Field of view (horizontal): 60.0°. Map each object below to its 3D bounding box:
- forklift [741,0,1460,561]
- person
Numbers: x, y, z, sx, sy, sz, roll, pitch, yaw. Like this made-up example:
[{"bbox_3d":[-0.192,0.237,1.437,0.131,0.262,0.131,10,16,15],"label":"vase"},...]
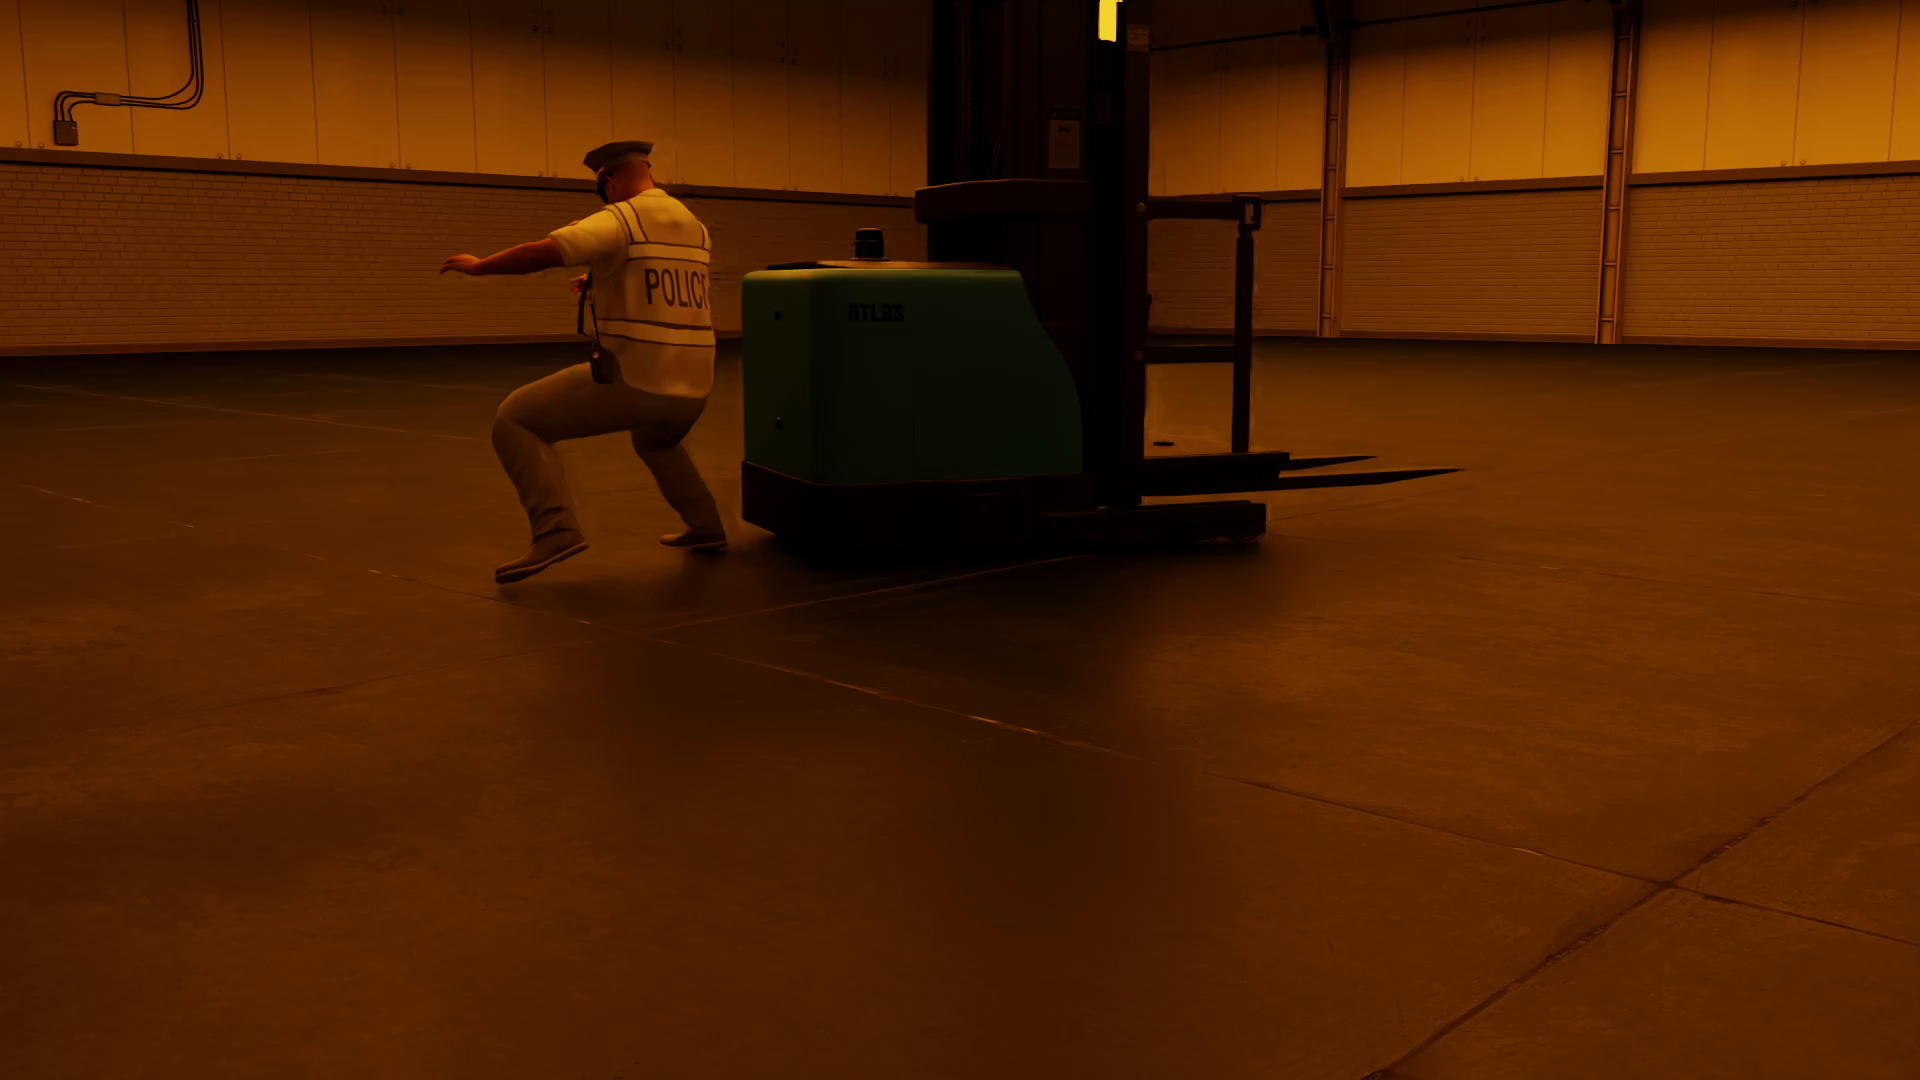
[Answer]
[{"bbox_3d":[0.673,-1.493,6.792,3.031,2.935,1.130,-4,9,-23],"label":"forklift"},{"bbox_3d":[-1.251,-0.640,5.921,0.754,1.530,1.124,7,11,37],"label":"person"}]
